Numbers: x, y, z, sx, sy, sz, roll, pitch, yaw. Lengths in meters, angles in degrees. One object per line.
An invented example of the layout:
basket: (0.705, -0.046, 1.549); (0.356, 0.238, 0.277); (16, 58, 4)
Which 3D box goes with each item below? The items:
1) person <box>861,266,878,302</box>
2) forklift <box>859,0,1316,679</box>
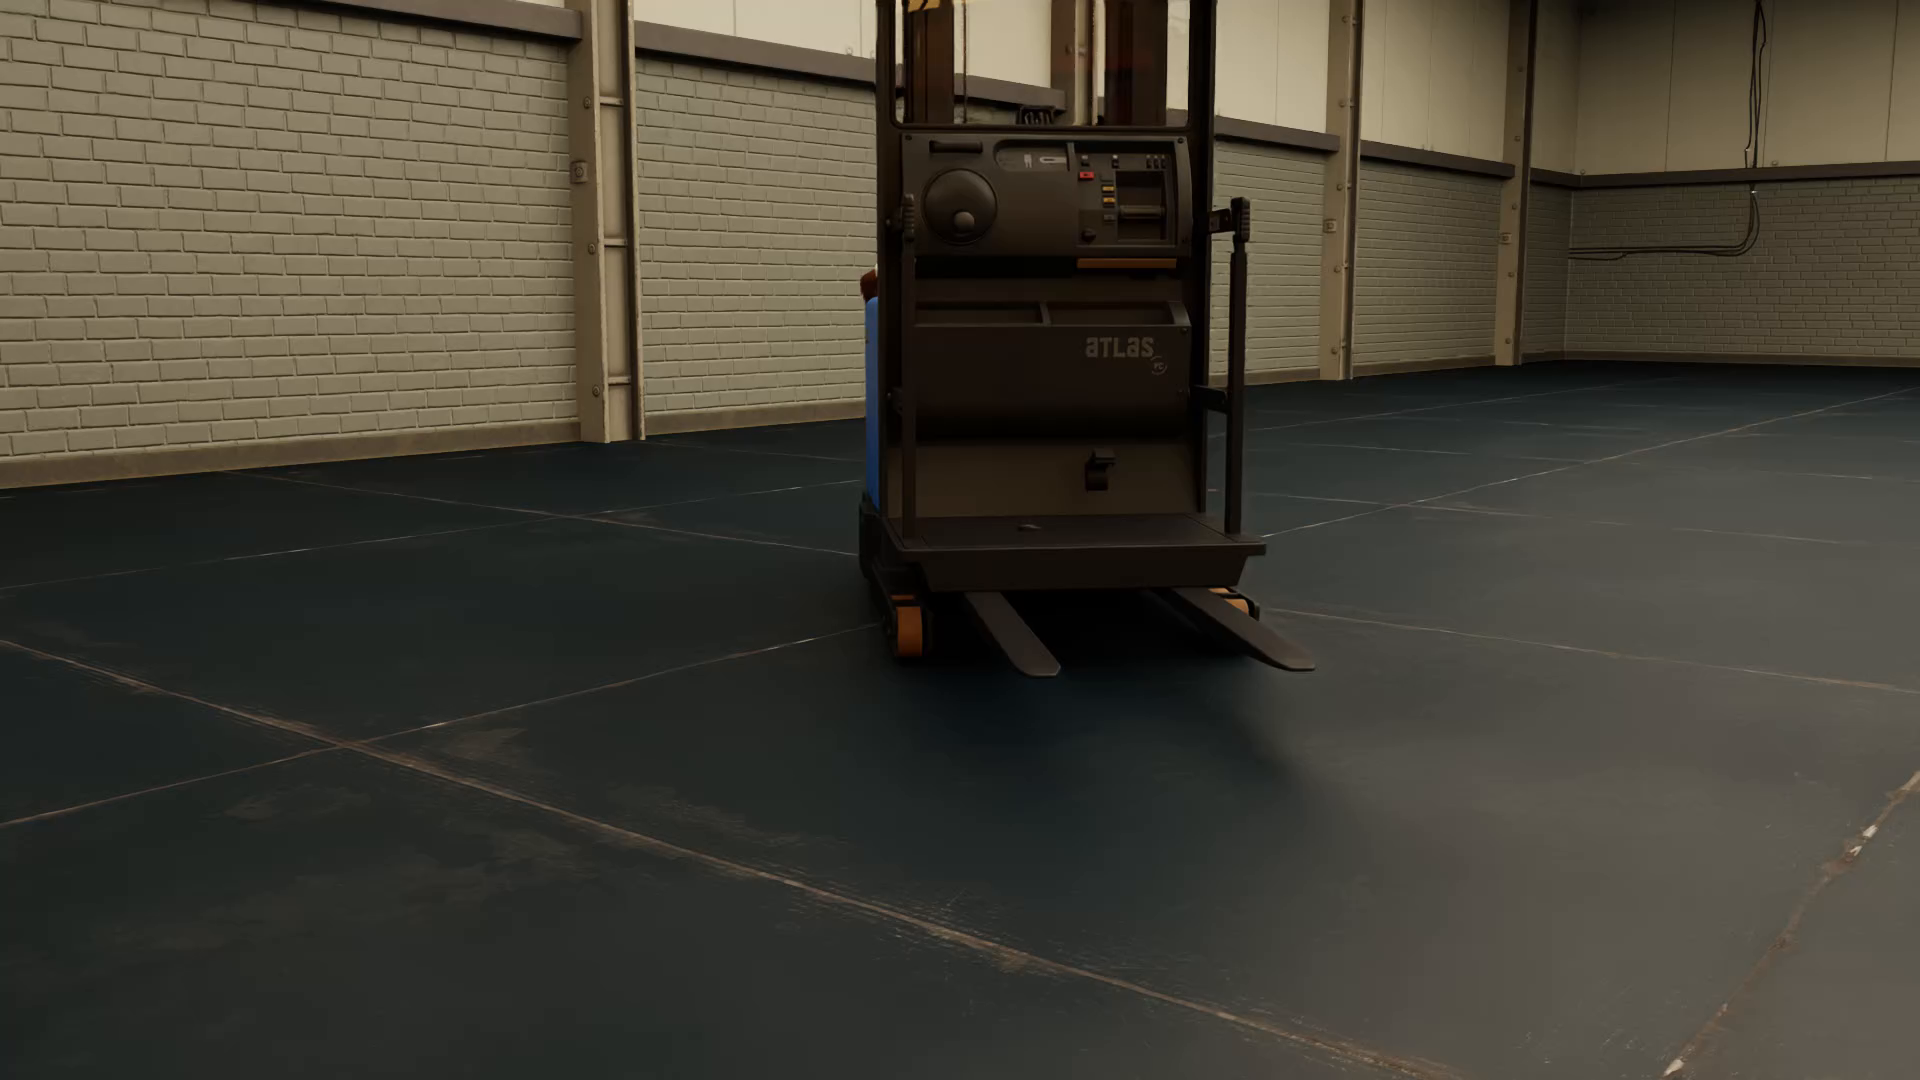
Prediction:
person: (0.130, -0.840, 7.613); (1.176, 1.617, 0.800); (5, 10, 32)
forklift: (0.306, -1.145, 5.108); (1.130, 2.935, 3.031); (-1, 8, -7)
